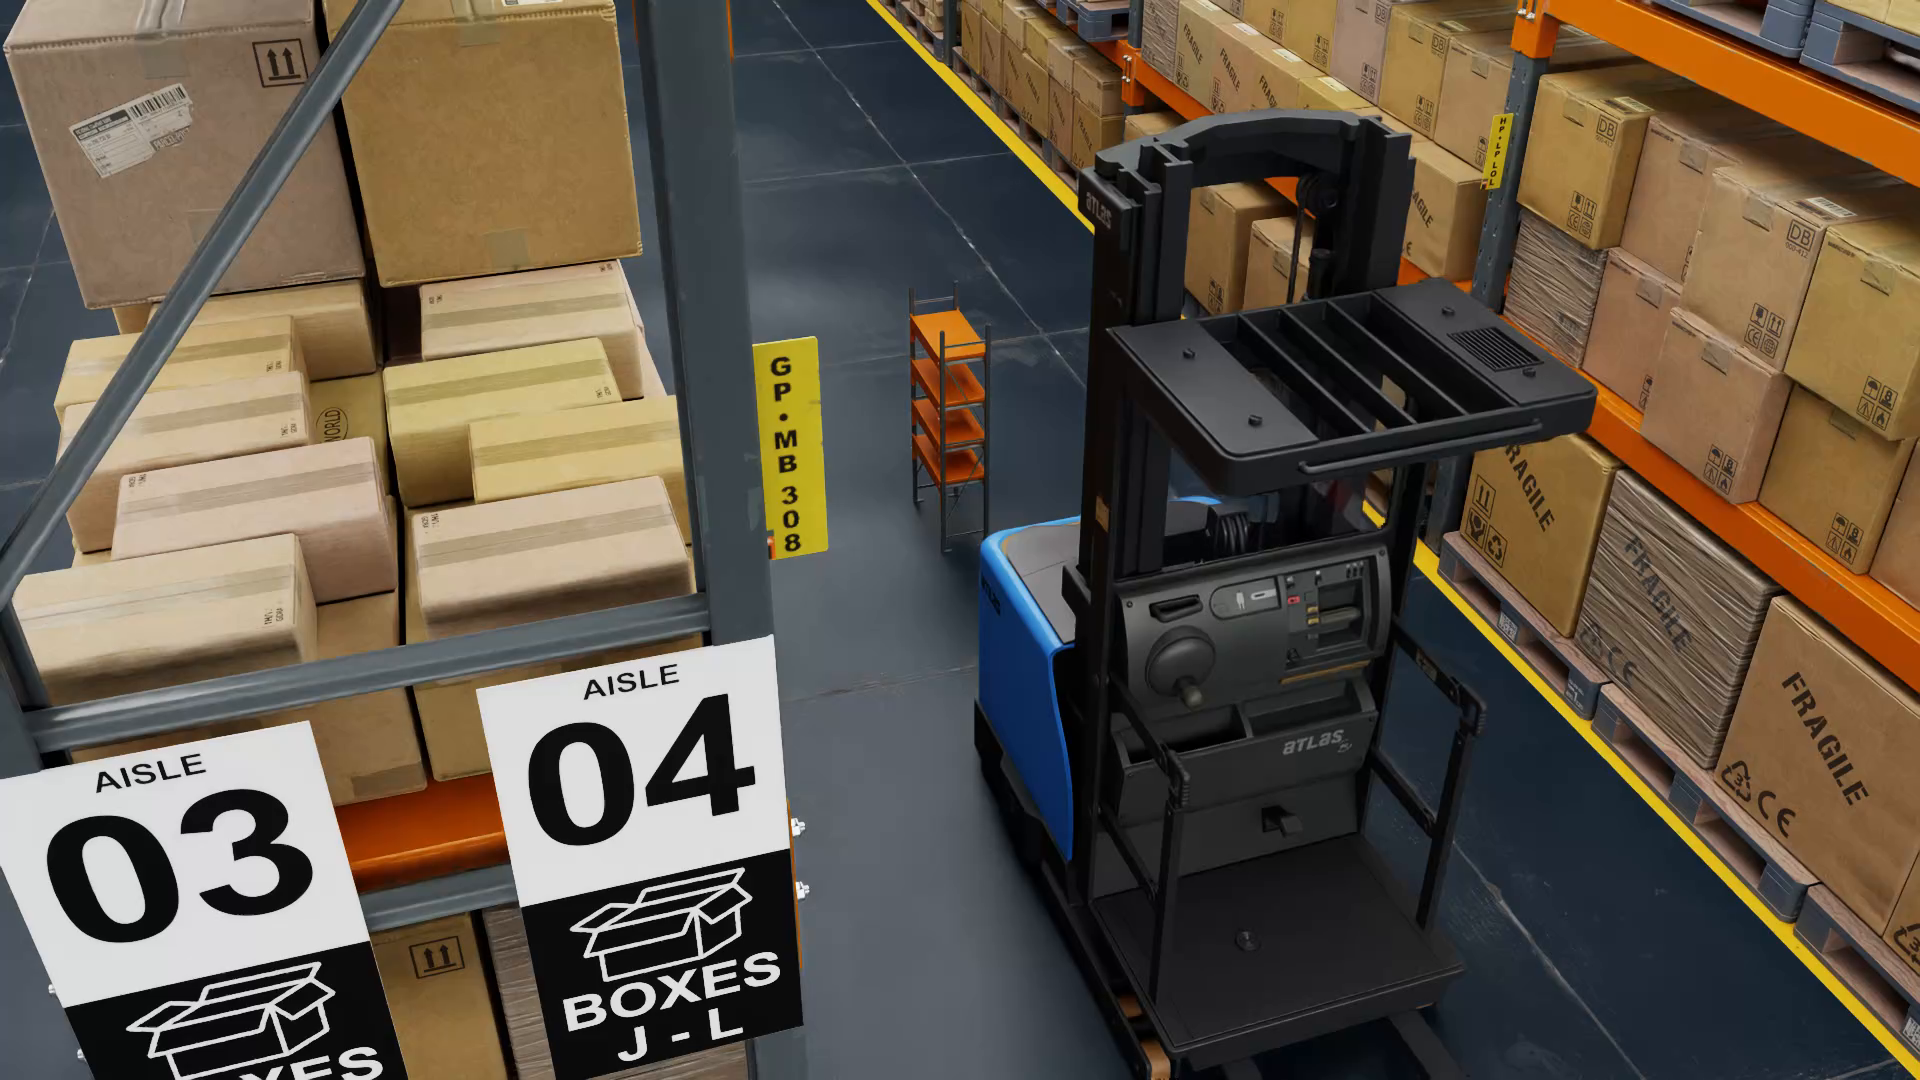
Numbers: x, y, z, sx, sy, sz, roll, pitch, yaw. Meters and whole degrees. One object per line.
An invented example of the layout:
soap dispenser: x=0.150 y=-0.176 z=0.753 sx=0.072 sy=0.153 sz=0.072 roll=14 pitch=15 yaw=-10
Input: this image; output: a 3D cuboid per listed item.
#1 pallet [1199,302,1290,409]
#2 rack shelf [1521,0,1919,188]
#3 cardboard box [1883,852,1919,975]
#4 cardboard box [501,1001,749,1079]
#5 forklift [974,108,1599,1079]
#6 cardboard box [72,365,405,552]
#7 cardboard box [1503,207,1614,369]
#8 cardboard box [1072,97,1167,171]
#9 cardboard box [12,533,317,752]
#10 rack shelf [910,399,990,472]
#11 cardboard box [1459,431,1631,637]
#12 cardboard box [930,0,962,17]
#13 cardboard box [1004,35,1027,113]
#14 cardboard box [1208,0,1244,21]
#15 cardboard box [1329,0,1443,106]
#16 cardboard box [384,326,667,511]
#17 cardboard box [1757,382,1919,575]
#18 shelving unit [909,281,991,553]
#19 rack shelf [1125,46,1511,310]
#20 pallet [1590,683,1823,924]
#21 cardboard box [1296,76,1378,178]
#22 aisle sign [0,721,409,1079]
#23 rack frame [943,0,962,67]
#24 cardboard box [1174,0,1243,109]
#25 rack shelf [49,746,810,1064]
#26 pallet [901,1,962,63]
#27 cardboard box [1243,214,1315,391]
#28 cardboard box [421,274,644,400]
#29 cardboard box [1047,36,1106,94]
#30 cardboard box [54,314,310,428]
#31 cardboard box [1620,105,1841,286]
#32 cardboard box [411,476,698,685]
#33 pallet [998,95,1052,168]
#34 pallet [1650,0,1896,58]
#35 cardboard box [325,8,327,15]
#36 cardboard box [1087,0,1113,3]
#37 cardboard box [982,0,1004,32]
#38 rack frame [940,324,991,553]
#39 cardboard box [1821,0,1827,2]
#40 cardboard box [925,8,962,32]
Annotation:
pallet: x=2.105 y=-1.159 z=9.812 sx=1.003 sy=0.211 sz=1.213 roll=-10 pitch=35 yaw=-15
rack shelf: x=3.398 y=-1.189 z=5.261 sx=1.077 sy=0.370 sz=4.000 roll=-10 pitch=35 yaw=-15
cardboard box: x=3.738 y=1.178 z=5.292 sx=0.875 sy=0.875 sz=0.875 roll=-10 pitch=35 yaw=-14
cardboard box: x=-0.888 y=1.134 z=3.453 sx=0.875 sy=0.500 sz=0.500 roll=-10 pitch=35 yaw=-15
forklift: x=1.015 y=0.330 z=5.091 sx=1.130 sy=2.935 sz=3.031 roll=-11 pitch=35 yaw=-16
cardboard box: x=-1.290 y=-0.068 z=3.047 sx=0.500 sy=0.250 sz=0.500 roll=-10 pitch=35 yaw=-14
cardboard box: x=2.912 y=-1.159 z=7.147 sx=0.875 sy=0.550 sz=0.550 roll=-10 pitch=35 yaw=-15
cardboard box: x=1.118 y=-2.822 z=11.686 sx=0.500 sy=0.500 sz=0.500 roll=-10 pitch=35 yaw=-15
cardboard box: x=-1.128 y=0.145 z=2.364 sx=0.380 sy=0.149 sz=0.250 roll=-10 pitch=35 yaw=-15
rack shelf: x=-0.051 y=-0.531 z=8.088 sx=0.258 sy=0.148 sz=0.480 roll=-10 pitch=35 yaw=-15
cardboard box: x=2.913 y=-0.235 z=7.431 sx=0.875 sy=0.875 sz=0.875 roll=-9 pitch=35 yaw=-14
cardboard box: x=-0.051 y=-4.710 z=14.592 sx=0.380 sy=0.149 sz=0.250 roll=-9 pitch=35 yaw=-14
cardboard box: x=0.656 y=-3.638 z=12.921 sx=0.500 sy=0.500 sz=0.500 roll=-9 pitch=35 yaw=-14
cardboard box: x=1.851 y=-3.344 z=9.592 sx=0.700 sy=0.500 sz=0.500 roll=-10 pitch=35 yaw=-15
cardboard box: x=2.318 y=-2.542 z=8.378 sx=0.700 sy=0.500 sz=0.500 roll=-10 pitch=35 yaw=-14
cardboard box: x=-0.810 y=-0.162 z=3.189 sx=0.500 sy=0.250 sz=0.500 roll=-11 pitch=35 yaw=-16
cardboard box: x=3.411 y=-0.309 z=5.861 sx=0.875 sy=0.550 sz=0.500 roll=-10 pitch=35 yaw=-15
shelving unit: x=-0.051 y=-0.587 z=8.051 sx=0.258 sy=1.200 sz=0.503 roll=-10 pitch=35 yaw=-15
rack shelf: x=2.178 y=-2.038 z=9.266 sx=1.077 sy=0.370 sz=4.000 roll=-10 pitch=35 yaw=-15
pallet: x=3.321 y=0.930 z=6.652 sx=1.003 sy=0.211 sz=1.213 roll=-10 pitch=35 yaw=-15
cardboard box: x=2.066 y=-2.089 z=8.600 sx=0.500 sy=0.500 sz=0.500 roll=-10 pitch=35 yaw=-14
aisle sign: x=-1.013 y=0.592 z=2.276 sx=0.394 sy=0.787 sz=0.004 roll=-10 pitch=35 yaw=-15
rack frame: x=0.348 y=-5.488 z=13.835 sx=1.000 sy=3.000 sz=0.127 roll=-10 pitch=35 yaw=-15
cardboard box: x=1.606 y=-2.882 z=9.800 sx=0.500 sy=0.500 sz=0.500 roll=-10 pitch=35 yaw=-15
rack shelf: x=-1.356 y=-0.408 z=4.079 sx=1.077 sy=0.370 sz=4.000 roll=-10 pitch=35 yaw=-15
pallet: x=0.109 y=-4.671 z=15.128 sx=1.003 sy=0.211 sz=1.213 roll=-10 pitch=35 yaw=-15
cardboard box: x=2.222 y=-1.342 z=9.220 sx=1.050 sy=0.750 sz=0.750 roll=-10 pitch=35 yaw=-15
cardboard box: x=-0.807 y=-0.365 z=3.135 sx=0.380 sy=0.149 sz=0.250 roll=-9 pitch=34 yaw=-13
cardboard box: x=0.945 y=-3.412 z=11.898 sx=0.500 sy=0.250 sz=0.500 roll=-10 pitch=35 yaw=-14
cardboard box: x=-1.383 y=-0.265 z=2.983 sx=0.380 sy=0.149 sz=0.250 roll=-10 pitch=35 yaw=-14
cardboard box: x=3.146 y=-1.332 z=6.430 sx=0.875 sy=0.550 sz=0.550 roll=-10 pitch=35 yaw=-15
cardboard box: x=-0.610 y=0.055 z=2.500 sx=0.380 sy=0.149 sz=0.250 roll=-10 pitch=35 yaw=-15
pallet: x=0.963 y=-3.275 z=13.014 sx=1.003 sy=0.211 sz=1.213 roll=-10 pitch=35 yaw=-15
pallet: x=3.028 y=-2.071 z=6.023 sx=1.003 sy=0.211 sz=1.213 roll=-10 pitch=35 yaw=-15
cardboard box: x=-1.952 y=-1.365 z=4.648 sx=0.380 sy=0.149 sz=0.250 roll=-10 pitch=35 yaw=-14
cardboard box: x=0.980 y=-3.640 z=10.885 sx=0.380 sy=0.149 sz=0.250 roll=-9 pitch=35 yaw=-14
cardboard box: x=0.486 y=-4.222 z=13.124 sx=0.500 sy=0.250 sz=0.500 roll=-9 pitch=35 yaw=-13
rack frame: x=0.024 y=-0.459 z=7.857 sx=0.240 sy=1.200 sz=0.015 roll=-10 pitch=35 yaw=-15
cardboard box: x=2.888 y=-1.869 z=5.393 sx=0.380 sy=0.149 sz=0.250 roll=-11 pitch=35 yaw=-15
cardboard box: x=-0.096 y=-4.623 z=14.730 sx=0.380 sy=0.149 sz=0.250 roll=-10 pitch=35 yaw=-14
